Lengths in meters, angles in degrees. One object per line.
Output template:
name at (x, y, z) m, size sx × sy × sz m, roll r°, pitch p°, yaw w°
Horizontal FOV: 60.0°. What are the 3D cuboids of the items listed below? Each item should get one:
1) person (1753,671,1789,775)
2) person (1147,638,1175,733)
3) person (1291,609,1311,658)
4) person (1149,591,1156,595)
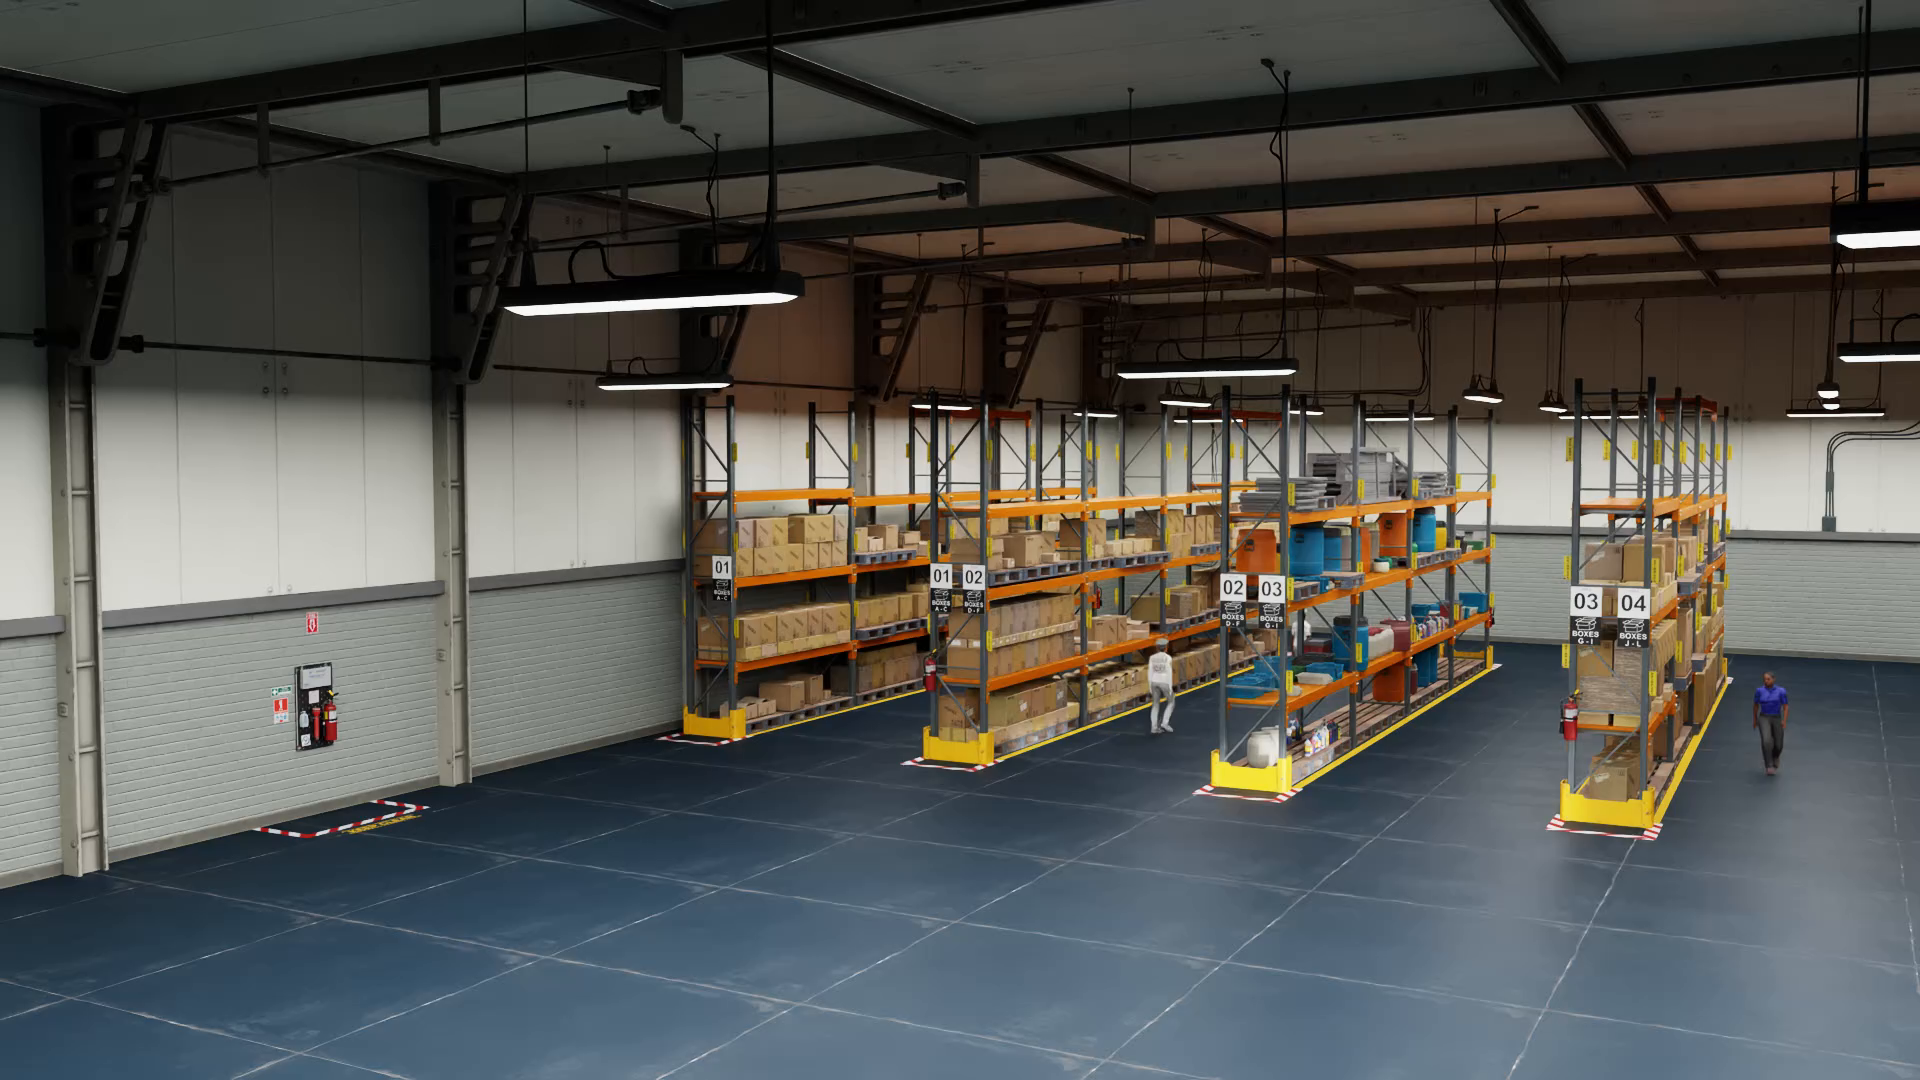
person at (12.724, 2.839, 26.099) m, size 0.492 × 1.575 × 0.839 m, roll 1°, pitch 3°, yaw 24°
person at (3.574, 2.594, 29.637) m, size 0.522 × 1.676 × 0.500 m, roll 2°, pitch 4°, yaw 40°
person at (7.248, 2.309, 35.319) m, size 0.497 × 1.674 × 0.470 m, roll 2°, pitch 4°, yaw 35°
person at (4.688, 2.047, 40.066) m, size 0.520 × 1.637 × 0.479 m, roll 2°, pitch 3°, yaw 29°
